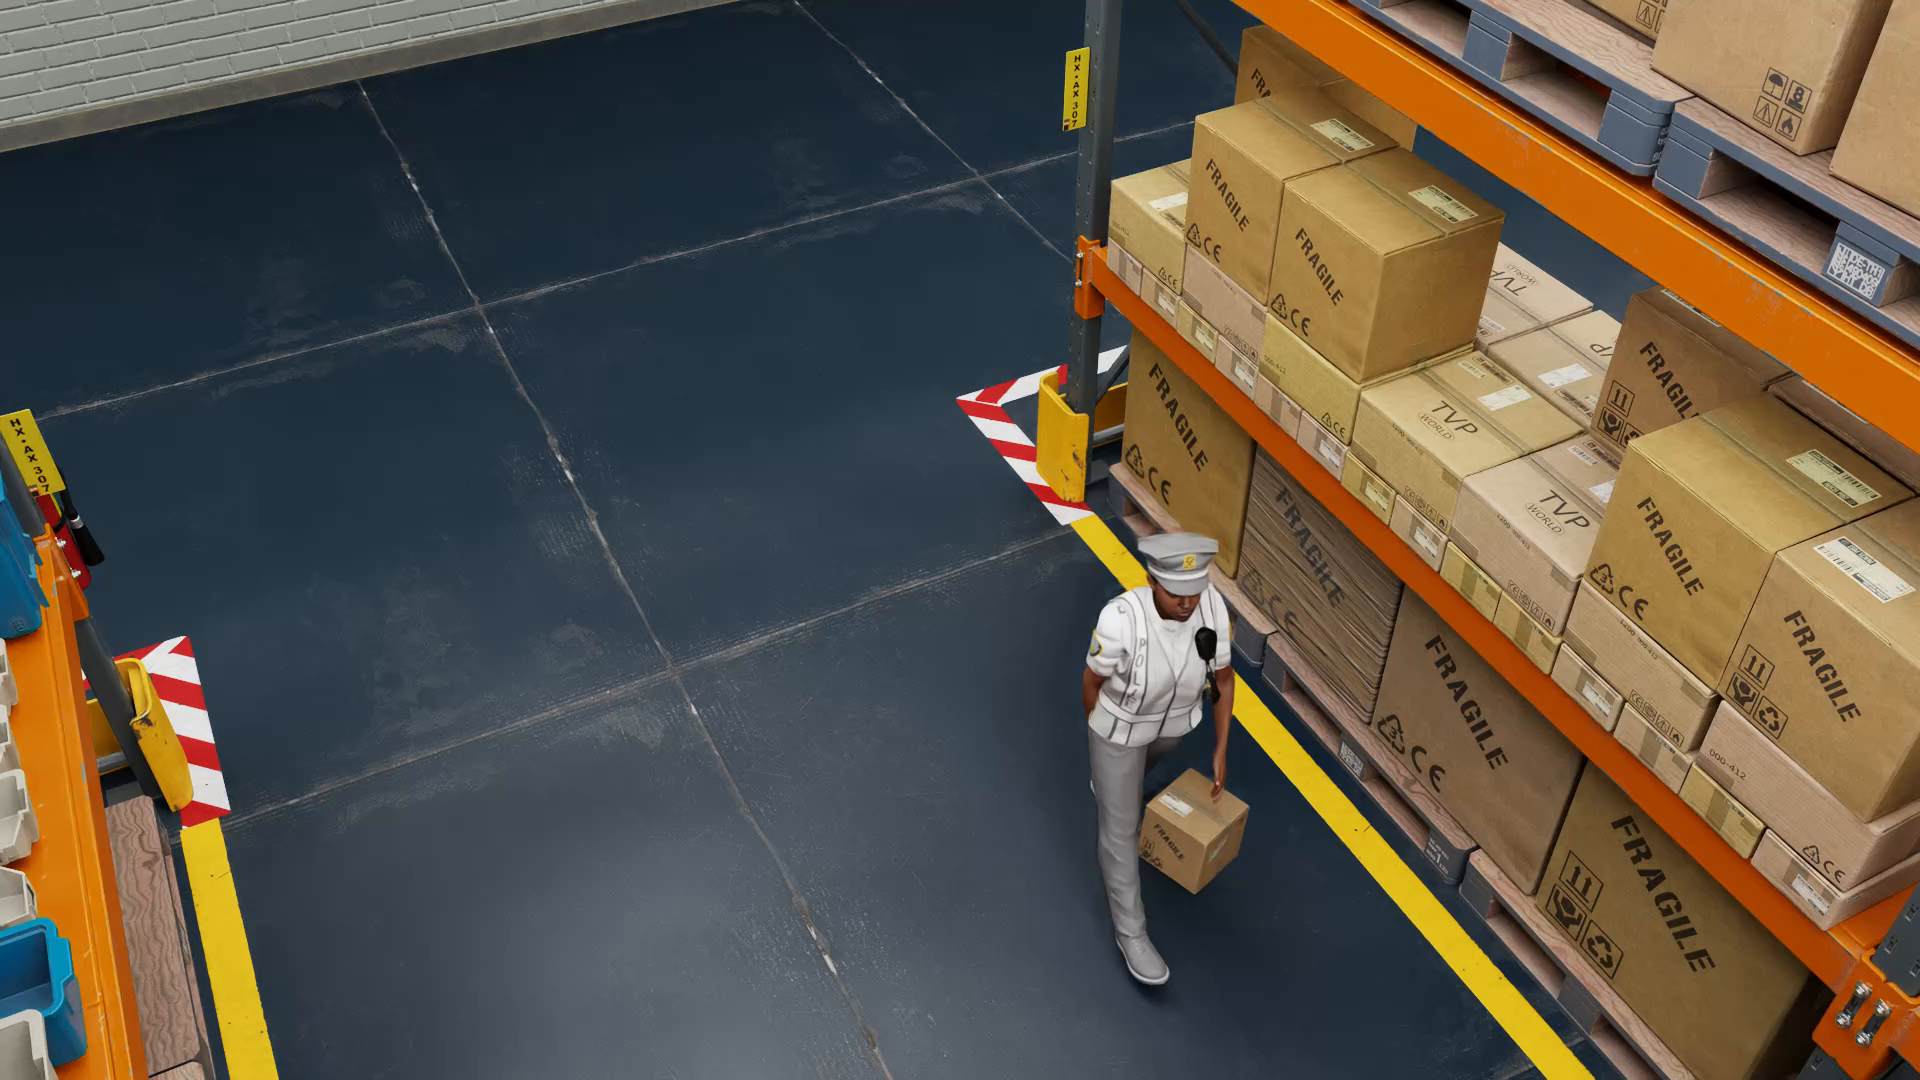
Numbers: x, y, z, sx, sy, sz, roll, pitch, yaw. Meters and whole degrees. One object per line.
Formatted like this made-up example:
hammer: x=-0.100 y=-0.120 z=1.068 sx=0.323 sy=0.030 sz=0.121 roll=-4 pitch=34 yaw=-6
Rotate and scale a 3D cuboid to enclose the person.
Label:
person: x=0.650 y=0.619 z=5.447 sx=0.472 sy=1.634 sz=0.944 roll=-14 pitch=43 yaw=-16
